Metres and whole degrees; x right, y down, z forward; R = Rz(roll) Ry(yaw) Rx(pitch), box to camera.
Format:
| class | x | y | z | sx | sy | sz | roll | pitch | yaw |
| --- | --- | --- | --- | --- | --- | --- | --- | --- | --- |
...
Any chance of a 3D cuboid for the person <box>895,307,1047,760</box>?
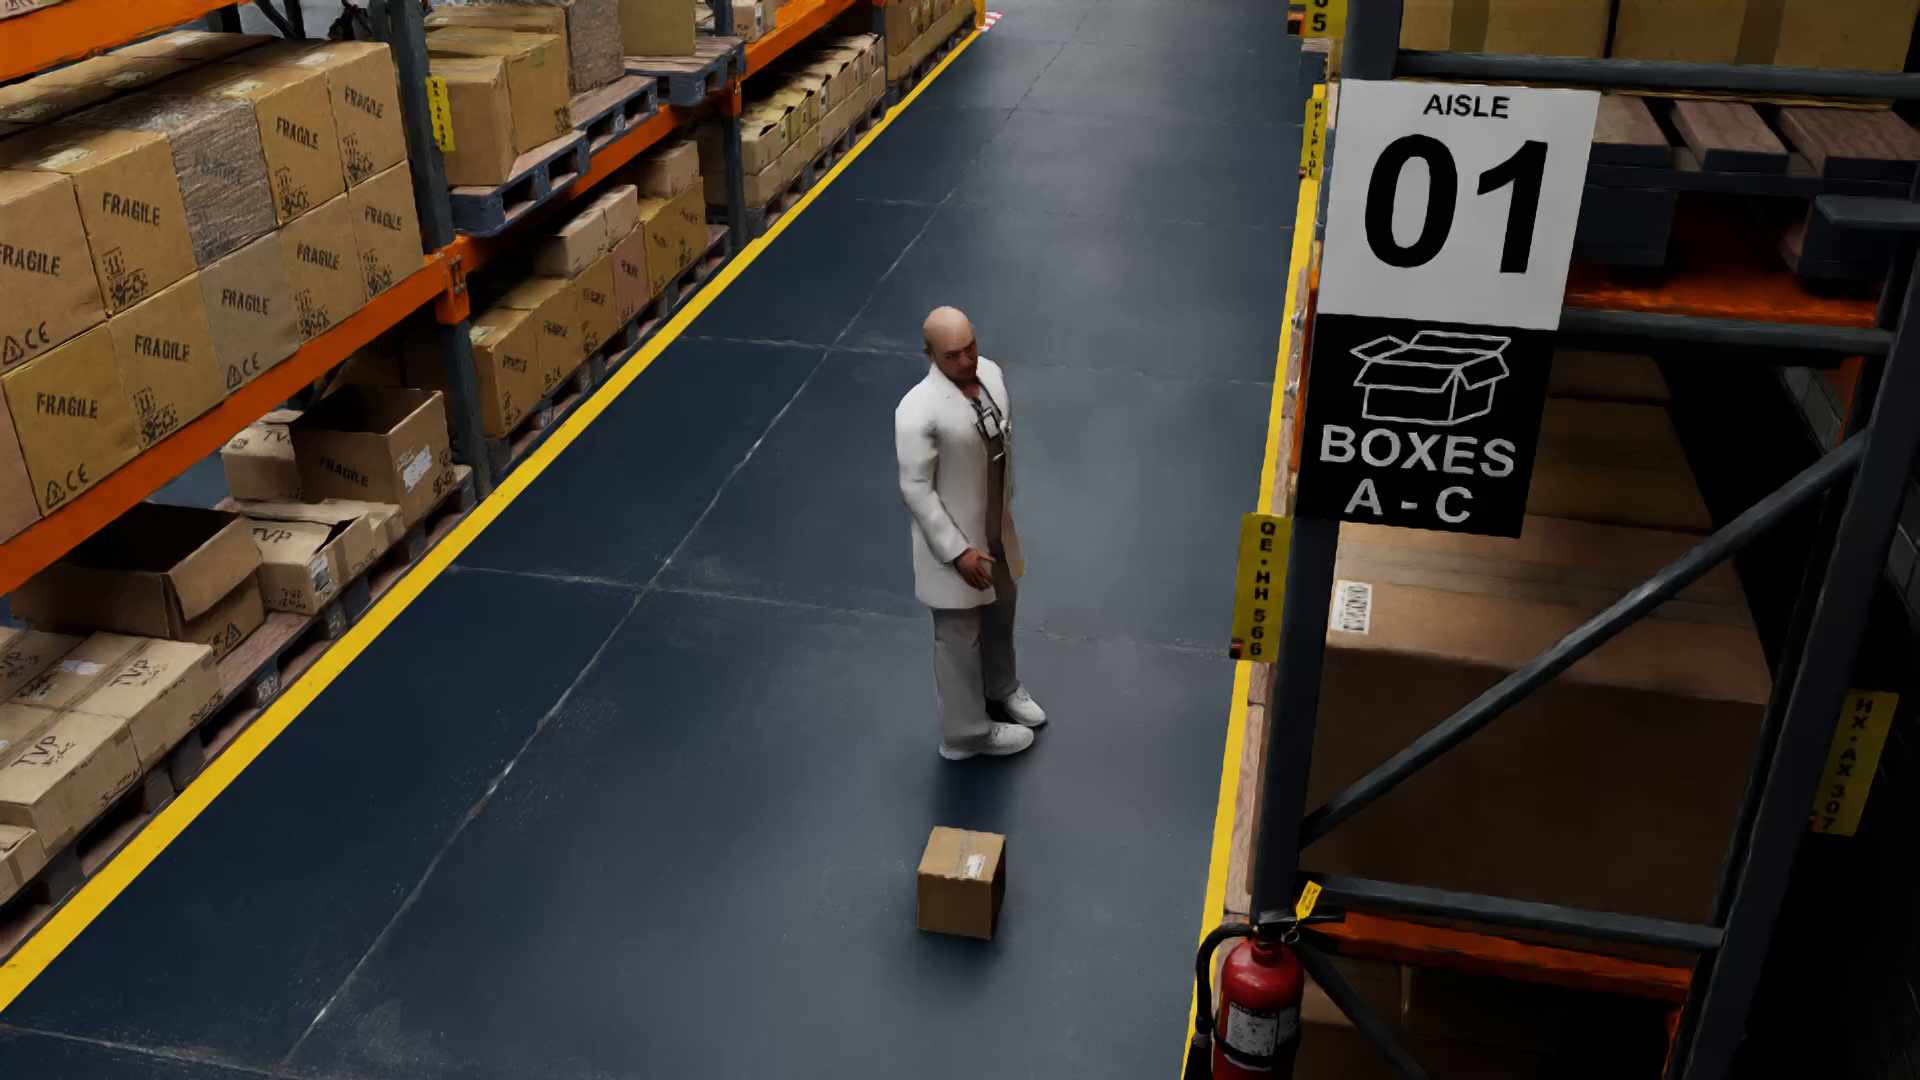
| class | x | y | z | sx | sy | sz | roll | pitch | yaw |
| --- | --- | --- | --- | --- | --- | --- | --- | --- | --- |
| person | 0.073 | -0.010 | 6.161 | 0.464 | 1.788 | 0.642 | 19 | 34 | 31 |
